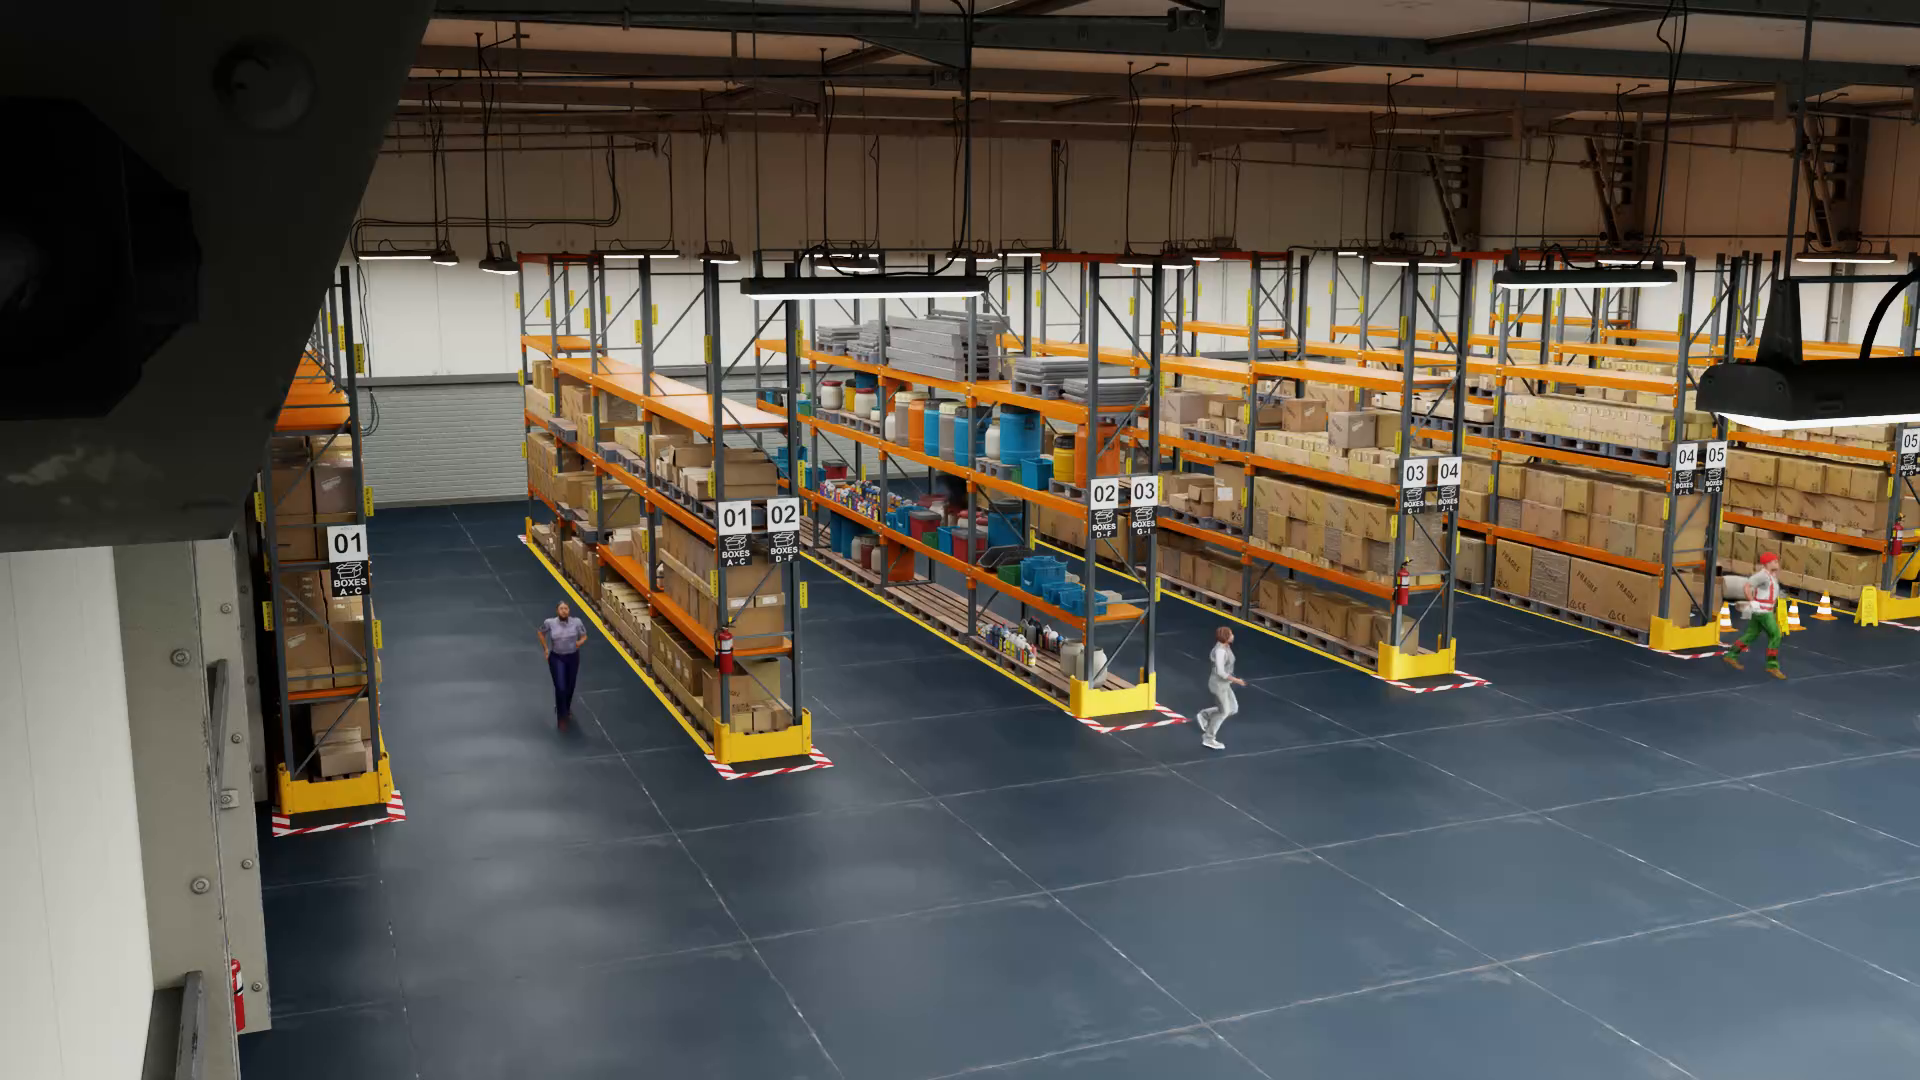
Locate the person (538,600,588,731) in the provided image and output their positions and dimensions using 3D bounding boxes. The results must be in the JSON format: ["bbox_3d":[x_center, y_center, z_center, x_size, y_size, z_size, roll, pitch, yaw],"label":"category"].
[{"bbox_3d":[-5.161,1.615,21.757,0.589,1.710,0.754,-5,12,-27],"label":"person"}]

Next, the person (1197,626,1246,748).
[{"bbox_3d":[3.272,1.835,20.787,0.608,1.550,0.578,2,11,13],"label":"person"}]

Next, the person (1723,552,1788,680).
[{"bbox_3d":[11.644,1.063,24.201,0.860,1.820,0.665,5,12,27],"label":"person"}]
